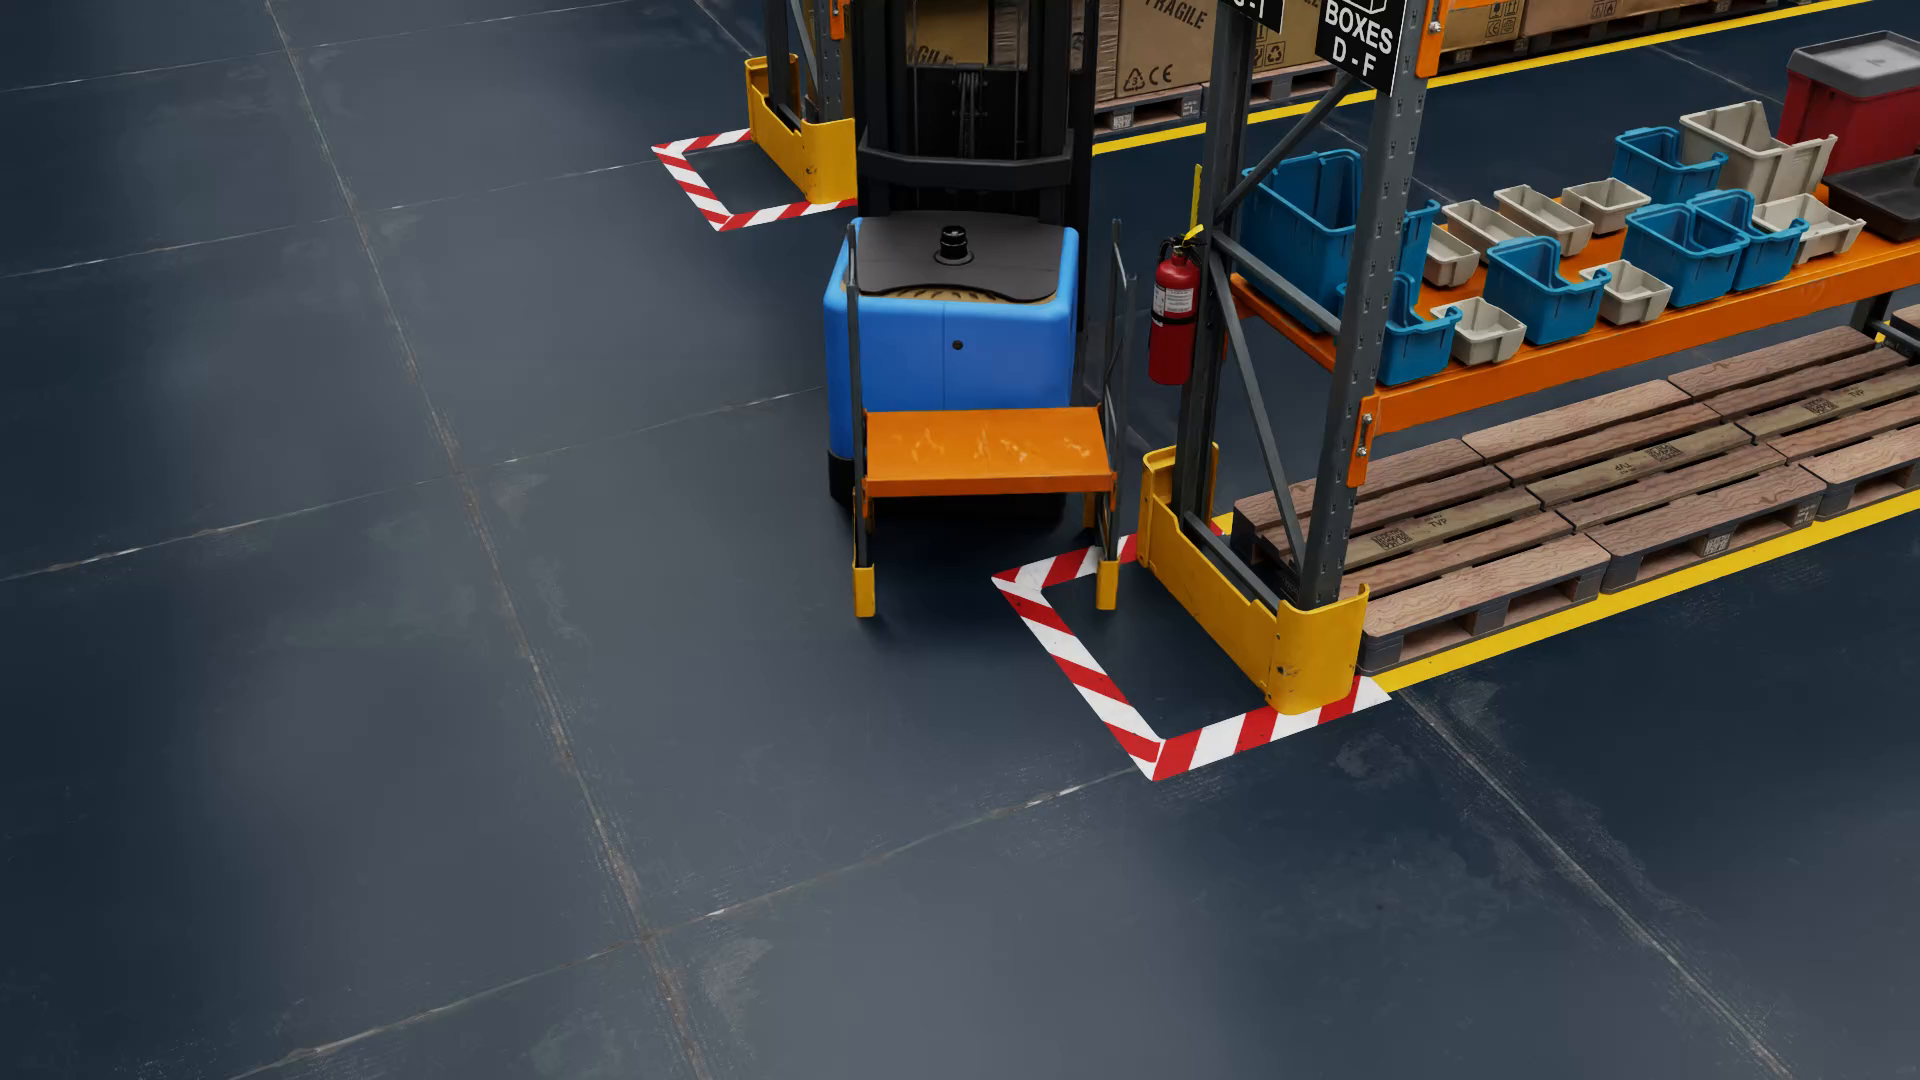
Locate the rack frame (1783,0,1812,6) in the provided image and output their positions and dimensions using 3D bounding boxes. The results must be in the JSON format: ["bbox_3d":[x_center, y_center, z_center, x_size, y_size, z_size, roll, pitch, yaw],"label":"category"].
[{"bbox_3d":[6.291,-5.589,12.268,0.127,3.000,1.000,-16,39,-20],"label":"rack frame"}]

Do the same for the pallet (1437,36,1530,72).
[{"bbox_3d":[3.337,-3.693,12.052,1.213,0.211,1.003,-16,39,-20],"label":"pallet"}]

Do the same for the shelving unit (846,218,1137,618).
[{"bbox_3d":[0.095,-0.472,6.627,1.083,1.500,0.587,-2,37,-2],"label":"shelving unit"}]

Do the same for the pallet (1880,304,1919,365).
[{"bbox_3d":[5.491,-0.959,8.365,1.213,0.211,1.003,-16,39,-20],"label":"pallet"}]

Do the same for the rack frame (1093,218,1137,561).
[{"bbox_3d":[0.612,-0.486,6.646,0.032,1.500,0.500,-2,37,-2],"label":"rack frame"}]

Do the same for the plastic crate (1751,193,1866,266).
[{"bbox_3d":[3.326,-1.221,6.549,0.466,0.136,0.293,-16,39,-20],"label":"plastic crate"}]

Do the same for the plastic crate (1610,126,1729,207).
[{"bbox_3d":[2.904,-1.508,6.856,0.300,0.233,0.416,-16,39,-20],"label":"plastic crate"}]

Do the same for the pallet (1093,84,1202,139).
[{"bbox_3d":[0.843,-2.995,11.111,1.213,0.211,1.003,-16,39,-20],"label":"pallet"}]

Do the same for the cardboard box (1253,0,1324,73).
[{"bbox_3d":[2.039,-3.768,11.244,0.875,0.875,0.875,-16,39,-20],"label":"cardboard box"}]

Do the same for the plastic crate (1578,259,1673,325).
[{"bbox_3d":[2.457,-0.905,6.123,0.298,0.136,0.250,-16,39,-20],"label":"plastic crate"}]

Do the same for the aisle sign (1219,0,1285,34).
[{"bbox_3d":[0.964,-2.077,5.351,0.004,0.787,0.394,-16,39,-20],"label":"aisle sign"}]

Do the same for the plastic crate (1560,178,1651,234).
[{"bbox_3d":[2.585,-1.350,6.723,0.250,0.136,0.298,-16,39,-20],"label":"plastic crate"}]

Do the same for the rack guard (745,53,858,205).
[{"bbox_3d":[-0.972,-2.554,10.274,0.348,0.500,1.175,-16,39,-20],"label":"rack guard"}]

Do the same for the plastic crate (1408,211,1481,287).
[{"bbox_3d":[1.815,-1.116,6.407,0.243,0.136,0.396,-16,39,-20],"label":"plastic crate"}]

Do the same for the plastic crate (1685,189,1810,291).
[{"bbox_3d":[2.981,-1.144,6.365,0.300,0.233,0.416,-16,39,-20],"label":"plastic crate"}]

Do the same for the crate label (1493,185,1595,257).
[{"bbox_3d":[2.325,-1.265,6.608,0.243,0.136,0.396,-16,39,-20],"label":"crate label"}]

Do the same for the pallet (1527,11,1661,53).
[{"bbox_3d":[4.443,-4.004,12.471,1.213,0.211,1.003,-16,39,-20],"label":"pallet"}]

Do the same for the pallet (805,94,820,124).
[{"bbox_3d":[-0.260,-2.689,10.698,1.213,0.211,1.003,-16,39,-20],"label":"pallet"}]

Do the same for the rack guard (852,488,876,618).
[{"bbox_3d":[-0.402,0.043,6.982,0.087,0.250,0.587,-2,37,-2],"label":"rack guard"}]

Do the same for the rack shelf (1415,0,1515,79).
[{"bbox_3d":[2.964,-2.315,5.940,4.000,0.370,1.077,-16,39,-20],"label":"rack shelf"}]

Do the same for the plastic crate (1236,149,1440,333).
[{"bbox_3d":[1.377,-1.117,6.158,0.499,0.435,0.616,-16,39,-20],"label":"plastic crate"}]

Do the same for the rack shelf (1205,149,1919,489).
[{"bbox_3d":[2.964,-1.111,6.833,4.000,0.370,1.077,-16,39,-20],"label":"rack shelf"}]

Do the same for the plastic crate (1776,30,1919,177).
[{"bbox_3d":[3.860,-1.865,7.142,0.583,0.464,0.402,-16,39,-20],"label":"plastic crate"}]

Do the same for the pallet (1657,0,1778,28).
[{"bbox_3d":[5.546,-4.310,12.884,1.213,0.211,1.003,-16,39,-20],"label":"pallet"}]

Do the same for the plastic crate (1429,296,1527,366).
[{"bbox_3d":[1.843,-0.733,5.891,0.298,0.136,0.250,-16,39,-20],"label":"plastic crate"}]

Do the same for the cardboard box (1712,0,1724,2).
[{"bbox_3d":[5.658,-4.741,12.555,0.875,0.875,1.225,-17,40,-22],"label":"cardboard box"}]

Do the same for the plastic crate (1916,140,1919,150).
[{"bbox_3d":[4.293,-1.783,7.307,0.243,0.136,0.396,-16,39,-20],"label":"plastic crate"}]

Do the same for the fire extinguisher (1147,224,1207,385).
[{"bbox_3d":[0.824,-0.919,6.350,0.183,0.674,0.296,-16,39,-20],"label":"fire extinguisher"}]

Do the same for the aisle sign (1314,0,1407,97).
[{"bbox_3d":[1.215,-1.759,4.922,0.004,0.787,0.394,-16,39,-20],"label":"aisle sign"}]

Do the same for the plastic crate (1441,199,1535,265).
[{"bbox_3d":[2.083,-1.181,6.496,0.243,0.136,0.396,-16,39,-20],"label":"plastic crate"}]

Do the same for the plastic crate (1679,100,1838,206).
[{"bbox_3d":[3.314,-1.595,6.932,0.530,0.282,0.437,-16,39,-20],"label":"plastic crate"}]

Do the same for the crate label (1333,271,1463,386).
[{"bbox_3d":[1.517,-0.735,5.813,0.303,0.233,0.416,-16,39,-20],"label":"crate label"}]

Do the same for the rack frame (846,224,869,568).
[{"bbox_3d":[-0.404,-0.459,6.609,0.032,1.500,0.500,-2,37,-2],"label":"rack frame"}]

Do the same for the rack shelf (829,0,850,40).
[{"bbox_3d":[0.860,-3.782,10.435,4.000,0.370,1.077,-16,39,-20],"label":"rack shelf"}]

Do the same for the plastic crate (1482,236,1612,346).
[{"bbox_3d":[2.113,-0.902,6.038,0.300,0.233,0.416,-16,39,-20],"label":"plastic crate"}]

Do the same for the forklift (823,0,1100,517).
[{"bbox_3d":[0.091,-2.144,7.680,1.130,2.935,3.031,4,37,5],"label":"forklift"}]

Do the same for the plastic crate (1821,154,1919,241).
[{"bbox_3d":[3.876,-1.391,6.788,0.590,0.125,0.437,-16,39,-20],"label":"plastic crate"}]

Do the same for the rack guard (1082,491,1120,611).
[{"bbox_3d":[0.593,0.016,7.018,0.087,0.250,0.587,-2,37,-2],"label":"rack guard"}]

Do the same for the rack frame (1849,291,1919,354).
[{"bbox_3d":[4.775,-1.906,7.302,0.127,3.000,1.000,-16,39,-20],"label":"rack frame"}]

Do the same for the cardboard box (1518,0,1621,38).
[{"bbox_3d":[4.050,-4.292,11.949,0.875,0.875,1.225,-17,40,-21],"label":"cardboard box"}]

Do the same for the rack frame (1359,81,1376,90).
[{"bbox_3d":[2.670,-4.577,10.903,0.127,3.000,1.000,-16,39,-20],"label":"rack frame"}]

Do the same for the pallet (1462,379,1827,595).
[{"bbox_3d":[3.020,-0.268,7.434,1.213,0.211,1.003,-16,39,-20],"label":"pallet"}]

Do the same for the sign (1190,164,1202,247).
[{"bbox_3d":[0.905,-1.251,6.282,0.005,0.325,0.100,-16,39,-20],"label":"sign"}]

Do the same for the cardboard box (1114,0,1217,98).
[{"bbox_3d":[1.224,-3.540,10.936,0.875,0.875,0.875,-16,39,-20],"label":"cardboard box"}]

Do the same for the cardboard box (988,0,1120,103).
[{"bbox_3d":[0.418,-3.315,10.633,0.875,0.875,0.875,-16,39,-20],"label":"cardboard box"}]

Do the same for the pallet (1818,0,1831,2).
[{"bbox_3d":[6.999,-4.666,13.364,1.213,0.211,1.003,-16,39,-20],"label":"pallet"}]

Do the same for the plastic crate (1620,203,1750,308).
[{"bbox_3d":[2.709,-1.068,6.263,0.300,0.233,0.416,-16,39,-20],"label":"plastic crate"}]

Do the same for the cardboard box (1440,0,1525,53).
[{"bbox_3d":[3.241,-4.065,11.644,0.875,0.875,1.225,-15,39,-20],"label":"cardboard box"}]

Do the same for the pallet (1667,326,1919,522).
[{"bbox_3d":[4.126,-0.579,7.853,1.213,0.211,1.003,-16,39,-20],"label":"pallet"}]

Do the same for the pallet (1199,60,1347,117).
[{"bbox_3d":[1.949,-3.307,11.531,1.213,0.211,1.003,-16,39,-20],"label":"pallet"}]

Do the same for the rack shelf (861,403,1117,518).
[{"bbox_3d":[0.104,-0.328,6.735,1.000,0.185,0.538,-2,37,-2],"label":"rack shelf"}]

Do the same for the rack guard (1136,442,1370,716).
[{"bbox_3d":[1.137,0.124,6.664,0.348,0.500,1.175,-16,39,-20],"label":"rack guard"}]

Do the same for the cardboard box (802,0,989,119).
[{"bbox_3d":[-0.405,-3.085,10.322,0.875,0.875,0.875,-16,39,-20],"label":"cardboard box"}]

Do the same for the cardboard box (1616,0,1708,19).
[{"bbox_3d":[4.847,-4.520,12.257,0.875,0.875,1.225,-15,39,-20],"label":"cardboard box"}]

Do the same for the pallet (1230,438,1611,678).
[{"bbox_3d":[1.917,0.039,7.021,1.213,0.211,1.003,-16,39,-20],"label":"pallet"}]

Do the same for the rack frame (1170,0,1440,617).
[{"bbox_3d":[1.154,-0.893,5.937,0.127,3.000,1.000,-16,39,-20],"label":"rack frame"}]

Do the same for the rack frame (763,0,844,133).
[{"bbox_3d":[-0.951,-3.564,9.538,0.127,3.000,1.000,-16,39,-20],"label":"rack frame"}]
